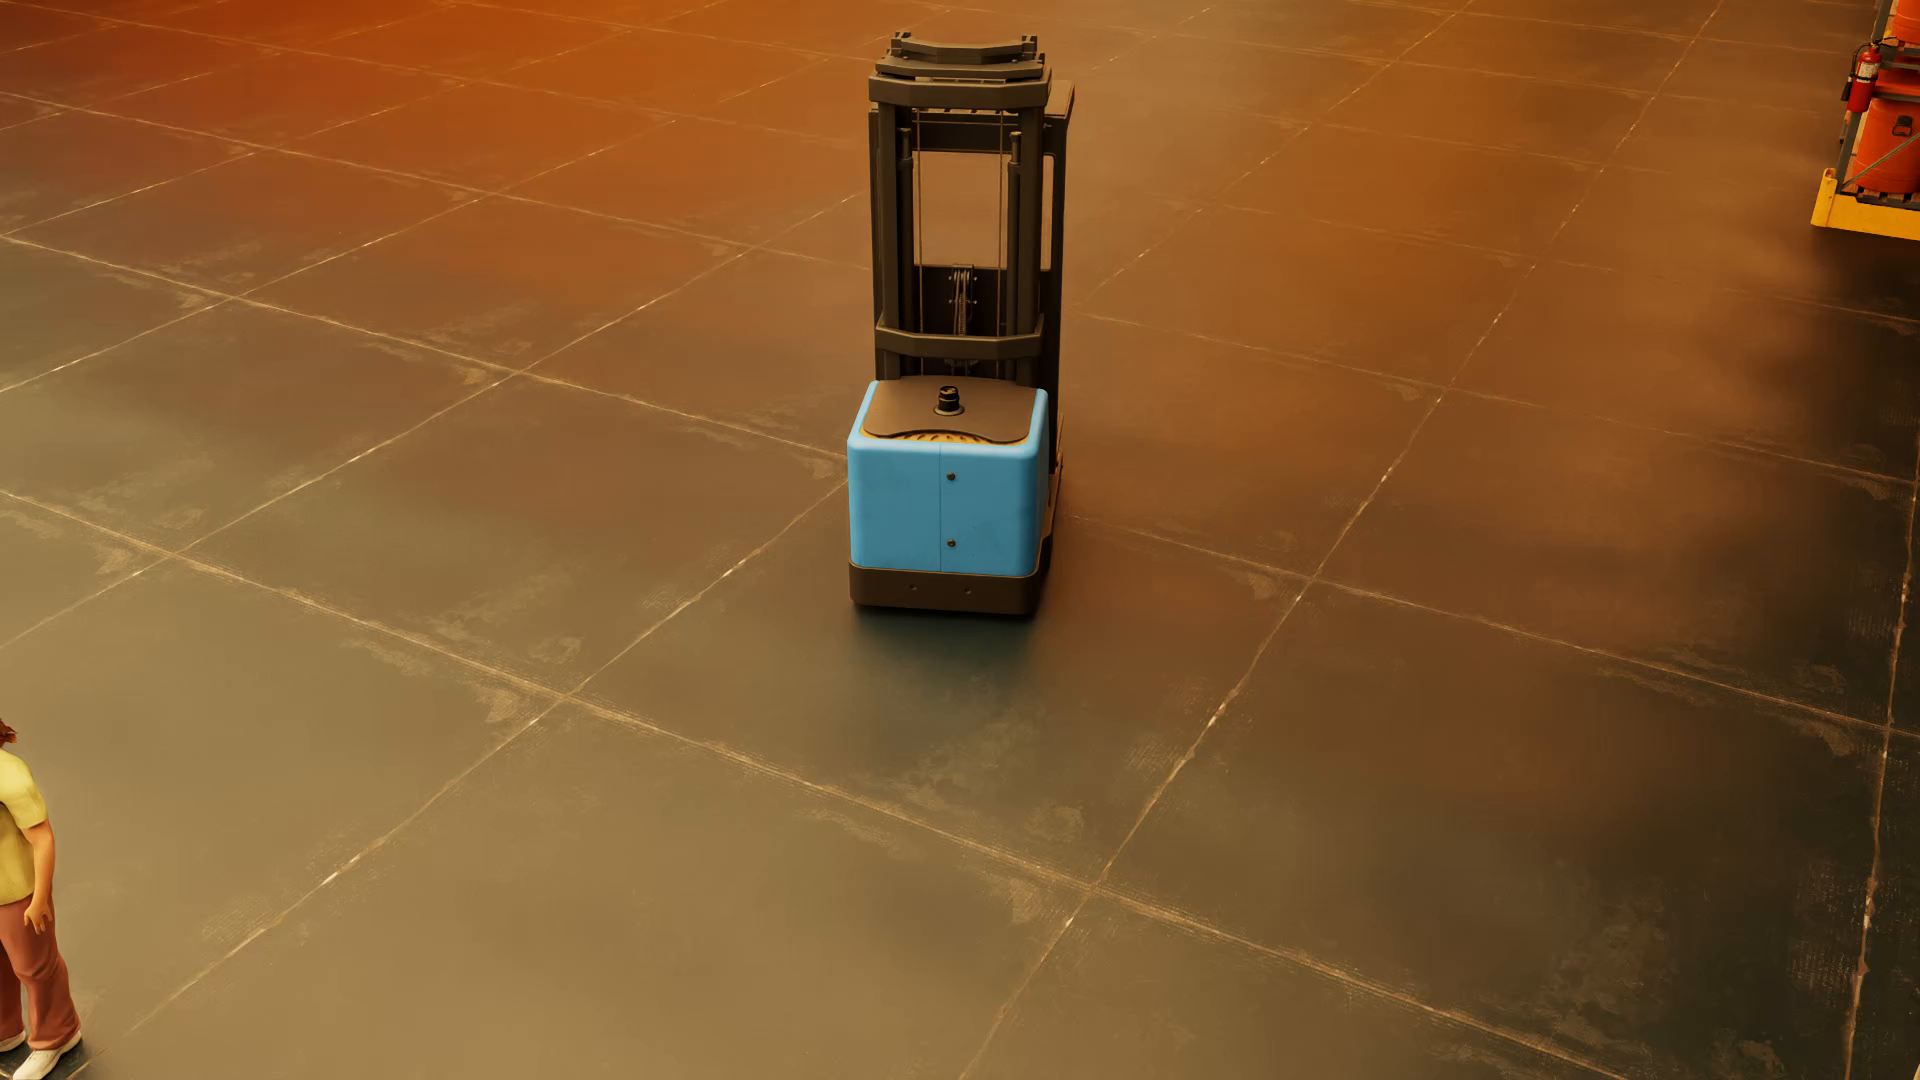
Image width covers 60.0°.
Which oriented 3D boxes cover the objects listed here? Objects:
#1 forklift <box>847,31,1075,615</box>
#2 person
[{"bbox_3d":[0.072,-1.572,9.794,1.130,2.935,3.031,3,30,6],"label":"forklift"},{"bbox_3d":[-3.560,1.292,6.073,0.554,1.674,0.548,15,33,25],"label":"person"}]
